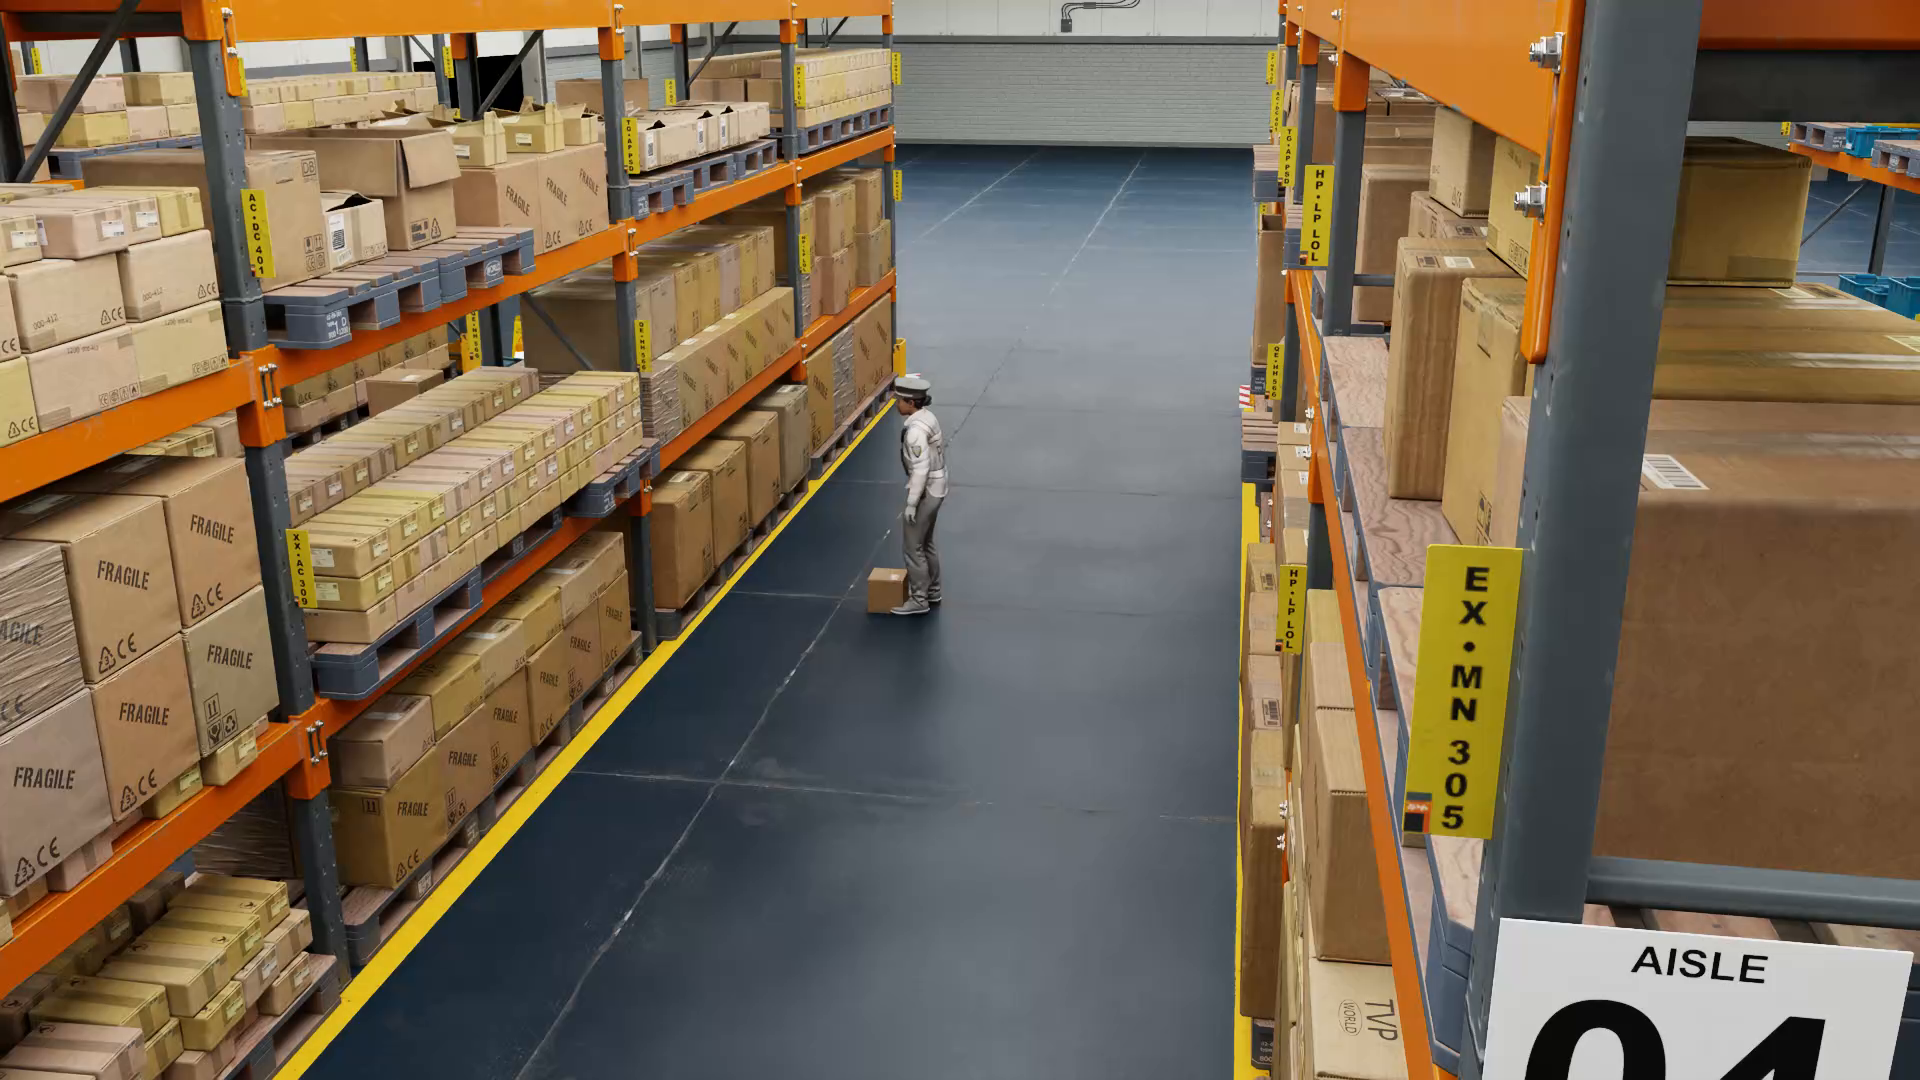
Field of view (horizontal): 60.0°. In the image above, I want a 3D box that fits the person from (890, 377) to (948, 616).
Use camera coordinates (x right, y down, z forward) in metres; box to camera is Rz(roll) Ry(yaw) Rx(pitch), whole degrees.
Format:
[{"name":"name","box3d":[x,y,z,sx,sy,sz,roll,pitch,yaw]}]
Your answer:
[{"name":"person","box3d":[-0.287,-0.301,11.474,0.405,1.664,0.540,2,18,7]}]
